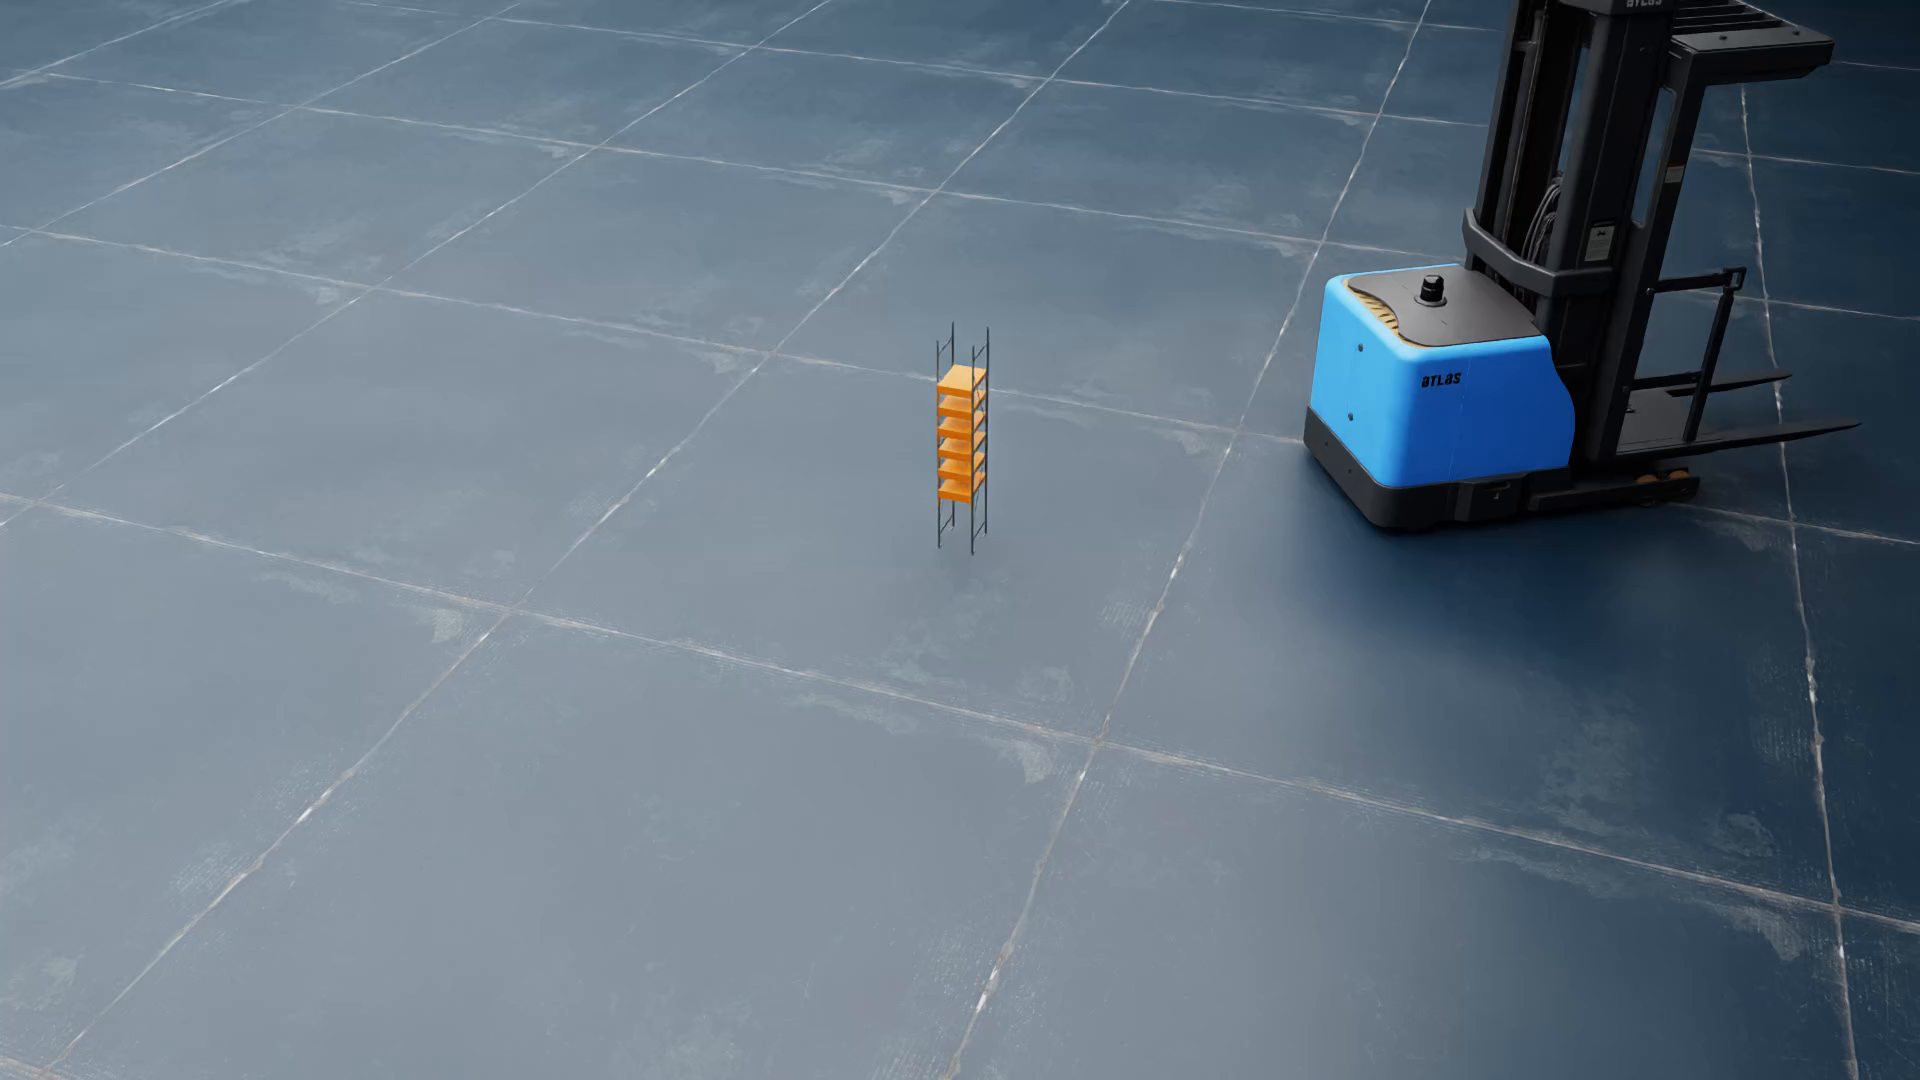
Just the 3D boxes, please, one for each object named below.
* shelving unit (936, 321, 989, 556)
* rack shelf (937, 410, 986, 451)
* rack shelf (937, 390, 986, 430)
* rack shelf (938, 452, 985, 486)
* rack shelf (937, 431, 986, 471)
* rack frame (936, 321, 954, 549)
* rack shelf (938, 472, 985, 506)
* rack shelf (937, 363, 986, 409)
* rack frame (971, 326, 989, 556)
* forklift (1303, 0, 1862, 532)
[{"bbox_3d":[0.014,-0.501,8.420,0.189,1.200,0.258,11,34,16],"label":"shelving unit"},{"bbox_3d":[0.014,-0.565,8.379,0.180,0.103,0.258,11,34,16],"label":"rack shelf"},{"bbox_3d":[0.014,-0.666,8.314,0.180,0.103,0.258,11,34,16],"label":"rack shelf"},{"bbox_3d":[0.014,-0.363,8.510,0.180,0.103,0.258,11,34,16],"label":"rack shelf"},{"bbox_3d":[0.014,-0.464,8.445,0.180,0.103,0.258,11,34,16],"label":"rack shelf"},{"bbox_3d":[-0.073,-0.518,8.446,0.006,1.200,0.240,11,34,16],"label":"rack frame"},{"bbox_3d":[0.014,-0.262,8.575,0.180,0.103,0.258,11,34,16],"label":"rack shelf"},{"bbox_3d":[0.014,-0.767,8.249,0.180,0.103,0.258,11,34,16],"label":"rack shelf"},{"bbox_3d":[0.100,-0.485,8.395,0.006,1.200,0.240,11,34,16],"label":"rack frame"},{"bbox_3d":[3.531,-1.689,8.664,3.031,2.935,1.130,-7,34,-11],"label":"forklift"}]
